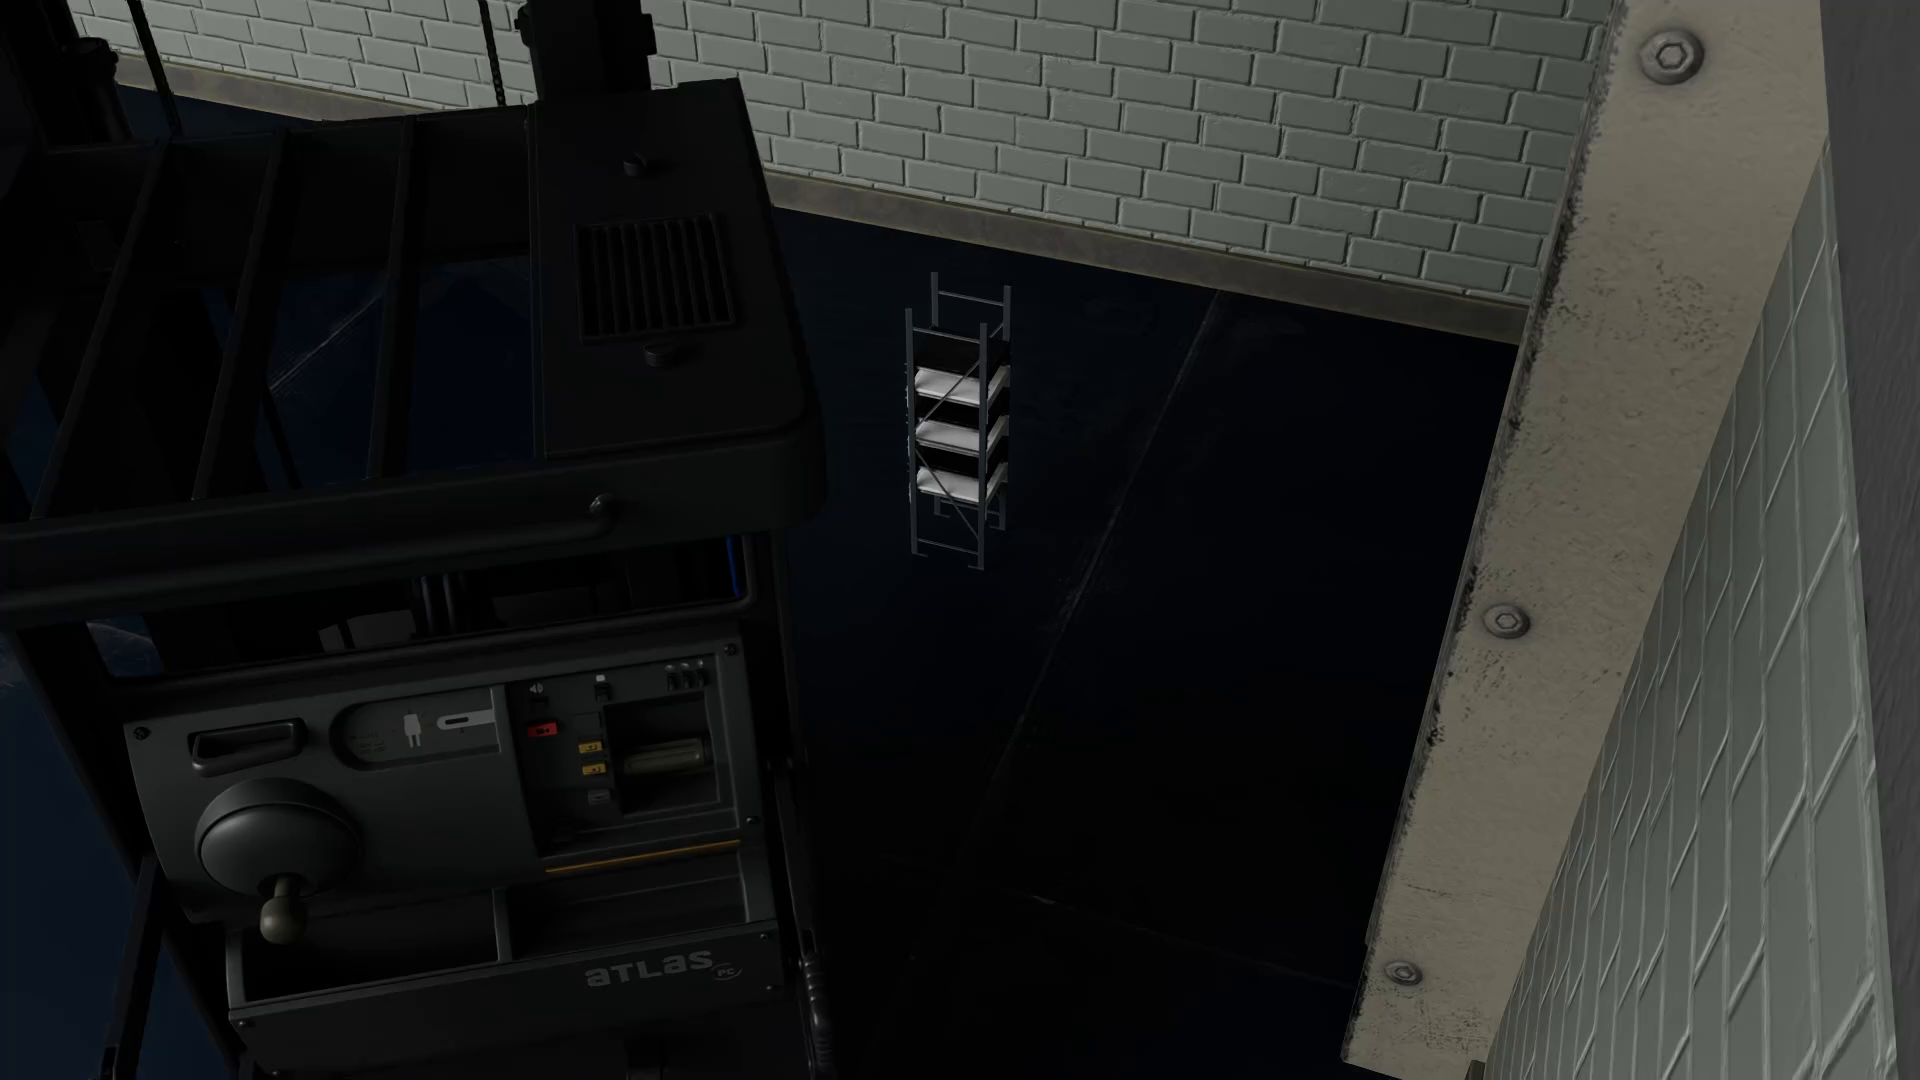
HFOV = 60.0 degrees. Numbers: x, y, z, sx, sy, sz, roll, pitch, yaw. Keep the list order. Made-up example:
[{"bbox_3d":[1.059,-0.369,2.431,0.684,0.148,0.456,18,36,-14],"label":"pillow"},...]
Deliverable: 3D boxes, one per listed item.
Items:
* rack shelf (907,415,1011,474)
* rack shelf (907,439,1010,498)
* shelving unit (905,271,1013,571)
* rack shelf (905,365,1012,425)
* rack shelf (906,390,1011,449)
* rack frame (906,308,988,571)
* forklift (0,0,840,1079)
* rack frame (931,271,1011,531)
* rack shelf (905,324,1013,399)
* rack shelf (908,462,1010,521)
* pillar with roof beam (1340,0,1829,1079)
[{"bbox_3d":[-0.003,-0.312,4.974,0.258,0.077,0.200,13,42,15],"label":"rack shelf"},{"bbox_3d":[-0.003,-0.244,5.032,0.258,0.077,0.200,13,42,15],"label":"rack shelf"},{"bbox_3d":[-0.003,-0.337,4.952,0.258,0.900,0.210,13,42,15],"label":"shelving unit"},{"bbox_3d":[-0.003,-0.449,4.857,0.258,0.077,0.200,13,42,15],"label":"rack shelf"},{"bbox_3d":[-0.003,-0.381,4.915,0.258,0.077,0.200,13,42,15],"label":"rack shelf"},{"bbox_3d":[-0.038,-0.275,4.879,0.240,0.900,0.006,13,42,15],"label":"rack frame"},{"bbox_3d":[-0.745,0.461,2.451,1.130,2.935,3.031,-8,41,-9],"label":"forklift"},{"bbox_3d":[0.032,-0.399,5.025,0.240,0.900,0.006,13,42,15],"label":"rack frame"},{"bbox_3d":[-0.003,-0.517,4.799,0.258,0.077,0.200,13,42,15],"label":"rack shelf"},{"bbox_3d":[-0.003,-0.175,5.091,0.258,0.077,0.200,13,42,15],"label":"rack shelf"},{"bbox_3d":[-2.956,-3.264,2.143,9.100,9.000,0.400,13,42,15],"label":"pillar with roof beam"}]
